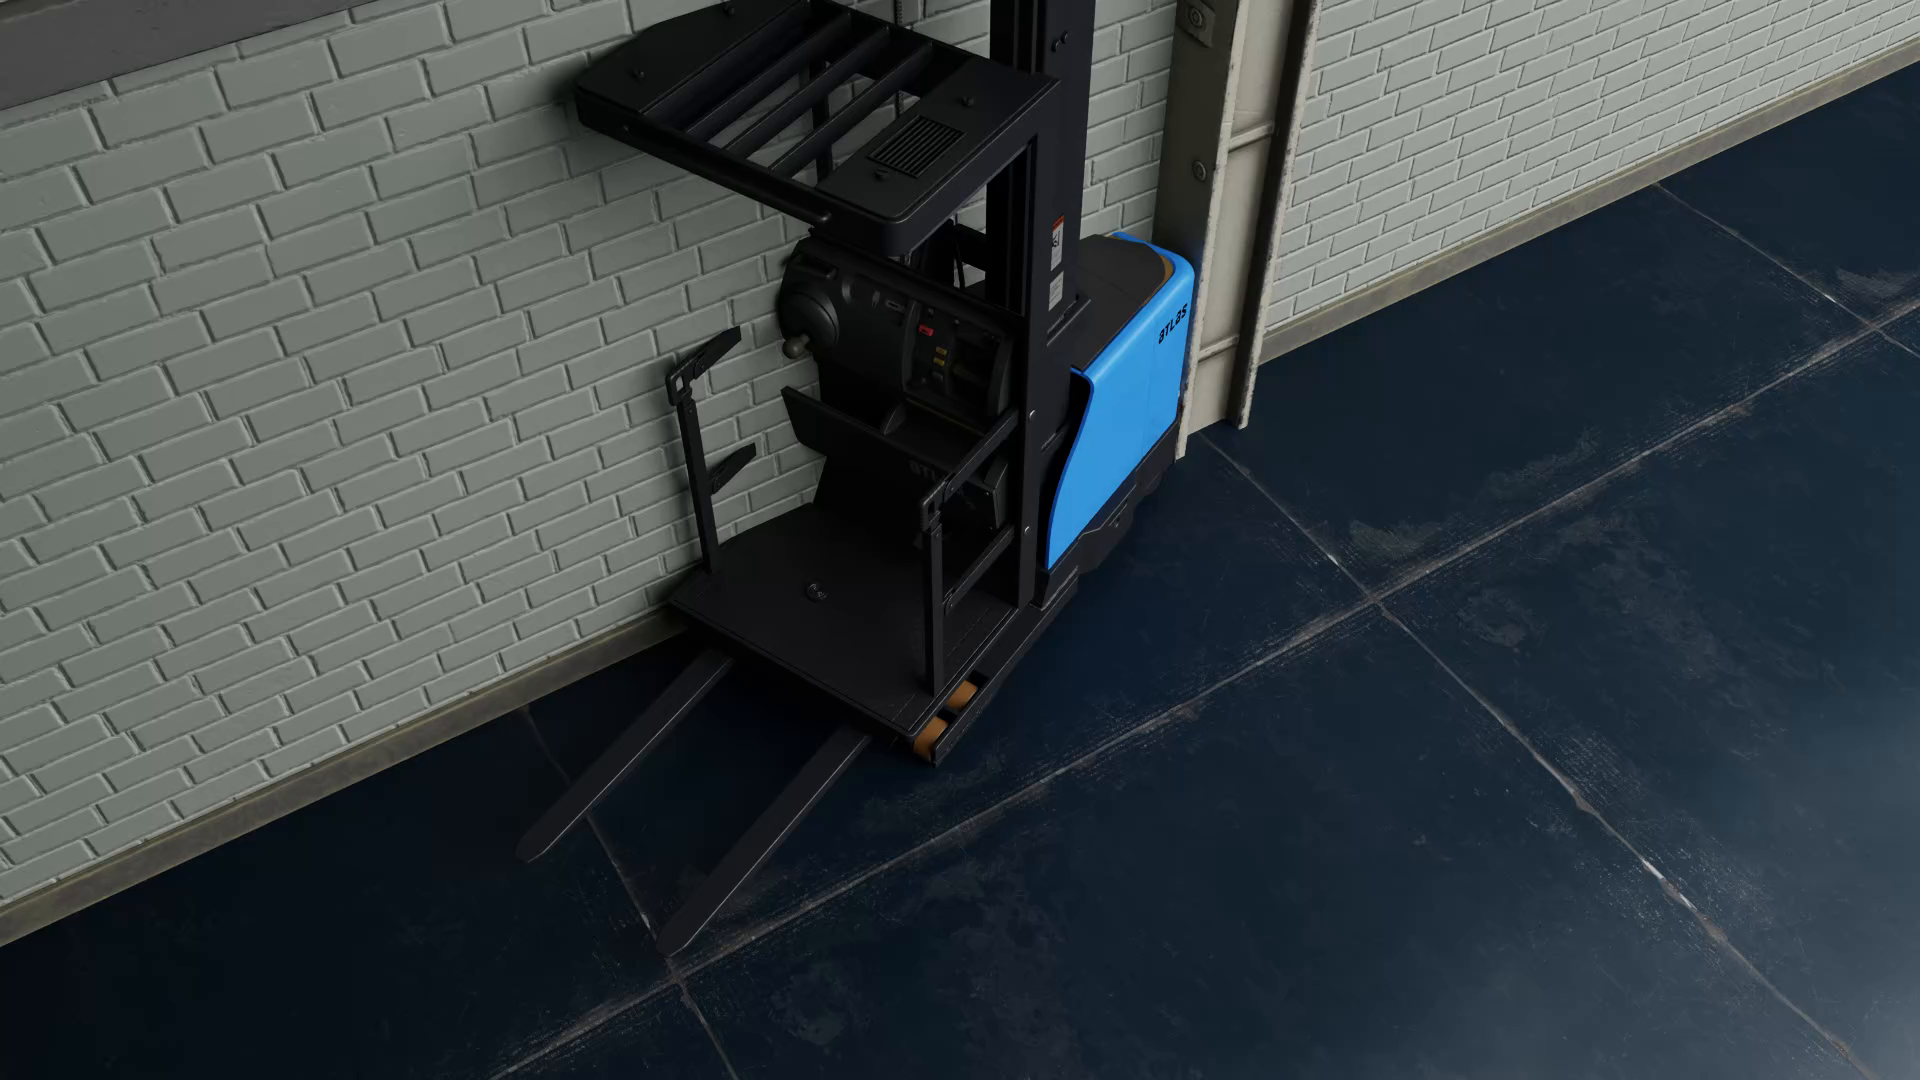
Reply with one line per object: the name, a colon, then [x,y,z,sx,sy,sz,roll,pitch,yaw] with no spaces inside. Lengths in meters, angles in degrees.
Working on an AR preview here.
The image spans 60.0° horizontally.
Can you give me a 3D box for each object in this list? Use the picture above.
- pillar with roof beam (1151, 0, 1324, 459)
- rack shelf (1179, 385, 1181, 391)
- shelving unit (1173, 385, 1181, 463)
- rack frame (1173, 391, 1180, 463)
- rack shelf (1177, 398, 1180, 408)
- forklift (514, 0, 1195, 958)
pillar with roof beam: [3.286,-0.786,1.370,0.400,9.000,9.100,-25,53,-21]
rack shelf: [0.736,-0.640,6.749,0.200,0.077,0.258,-25,47,-21]
shelving unit: [0.734,-0.664,6.726,0.210,0.900,0.258,-25,47,-21]
rack frame: [0.820,-0.705,6.763,0.006,0.900,0.240,-25,47,-21]
rack shelf: [0.739,-0.575,6.810,0.200,0.077,0.258,-25,47,-21]
forklift: [-0.349,-0.588,5.256,1.130,2.935,3.031,27,54,22]
